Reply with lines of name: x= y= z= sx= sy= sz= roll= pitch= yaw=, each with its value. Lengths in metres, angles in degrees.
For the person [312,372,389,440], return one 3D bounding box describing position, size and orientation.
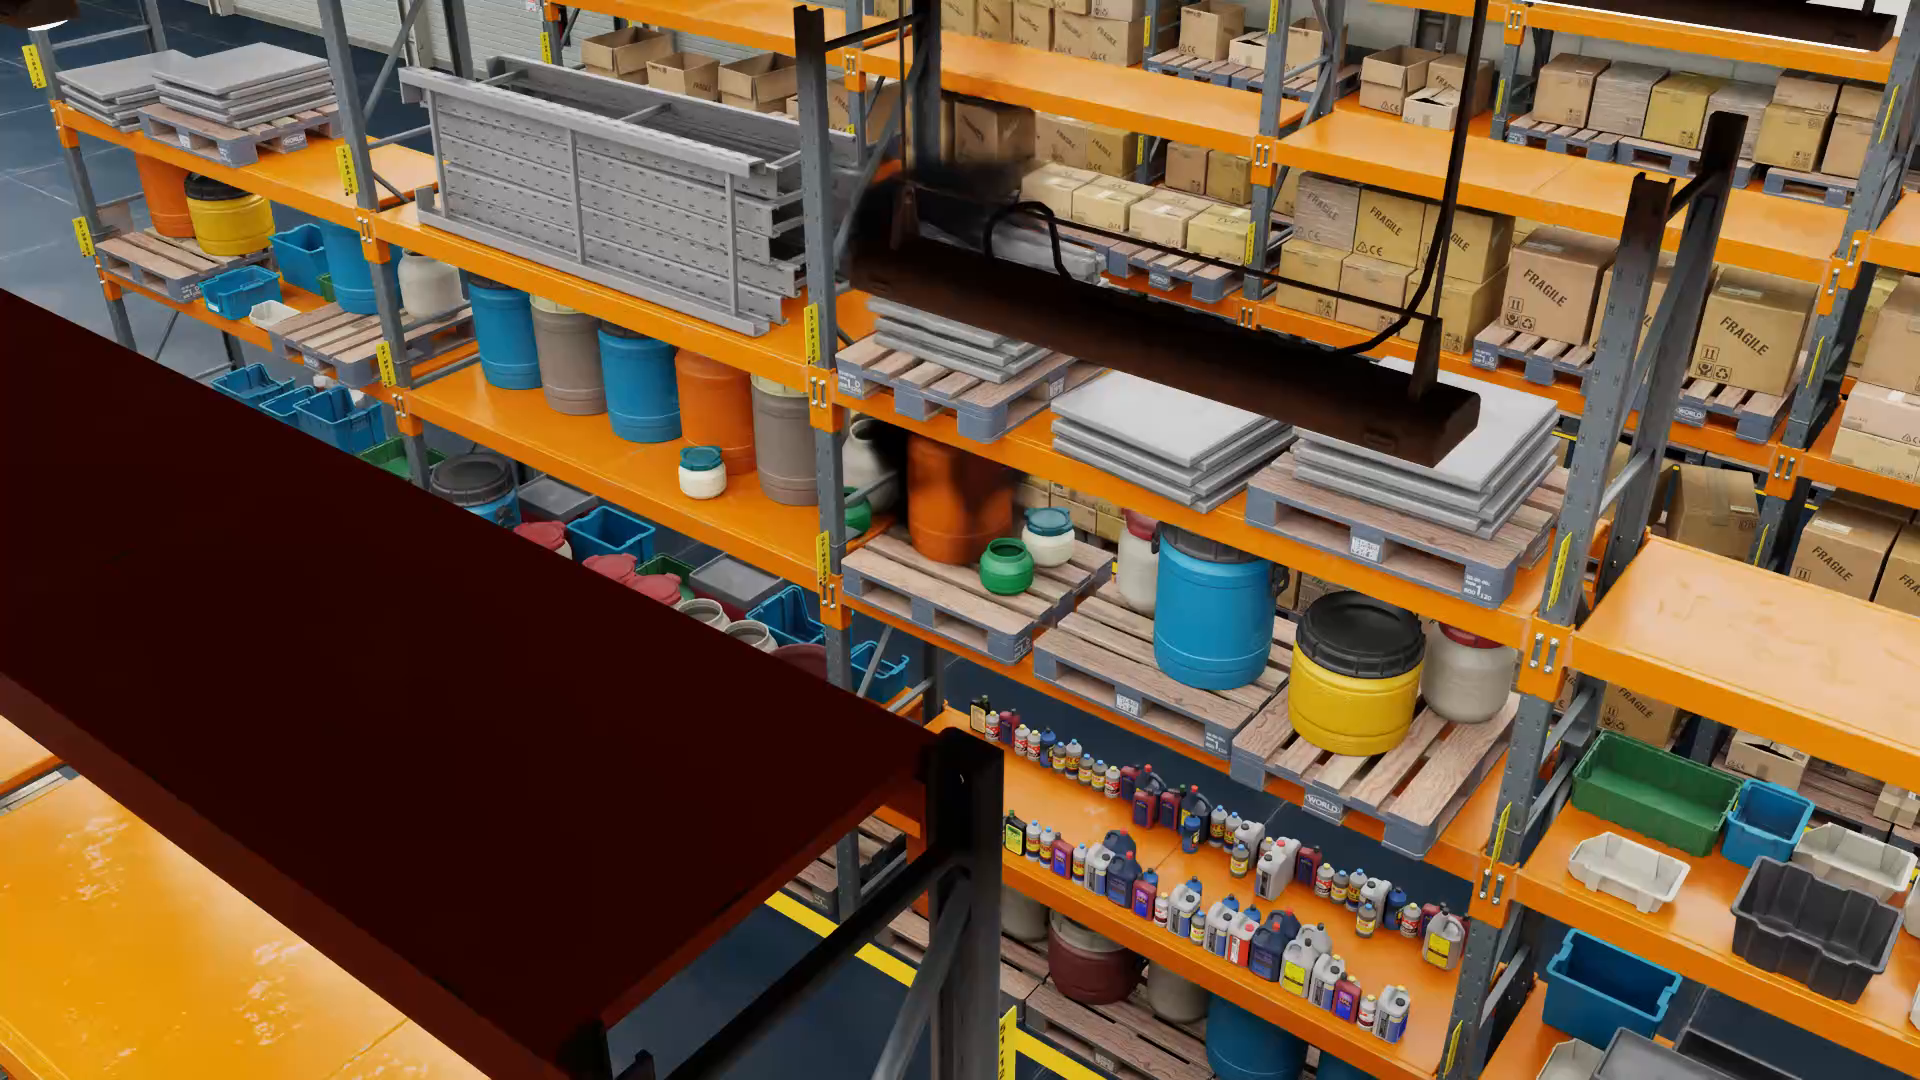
person: x=-5.863 y=-1.288 z=15.892 sx=0.571 sy=1.676 sz=0.599 roll=14 pitch=34 yaw=22
